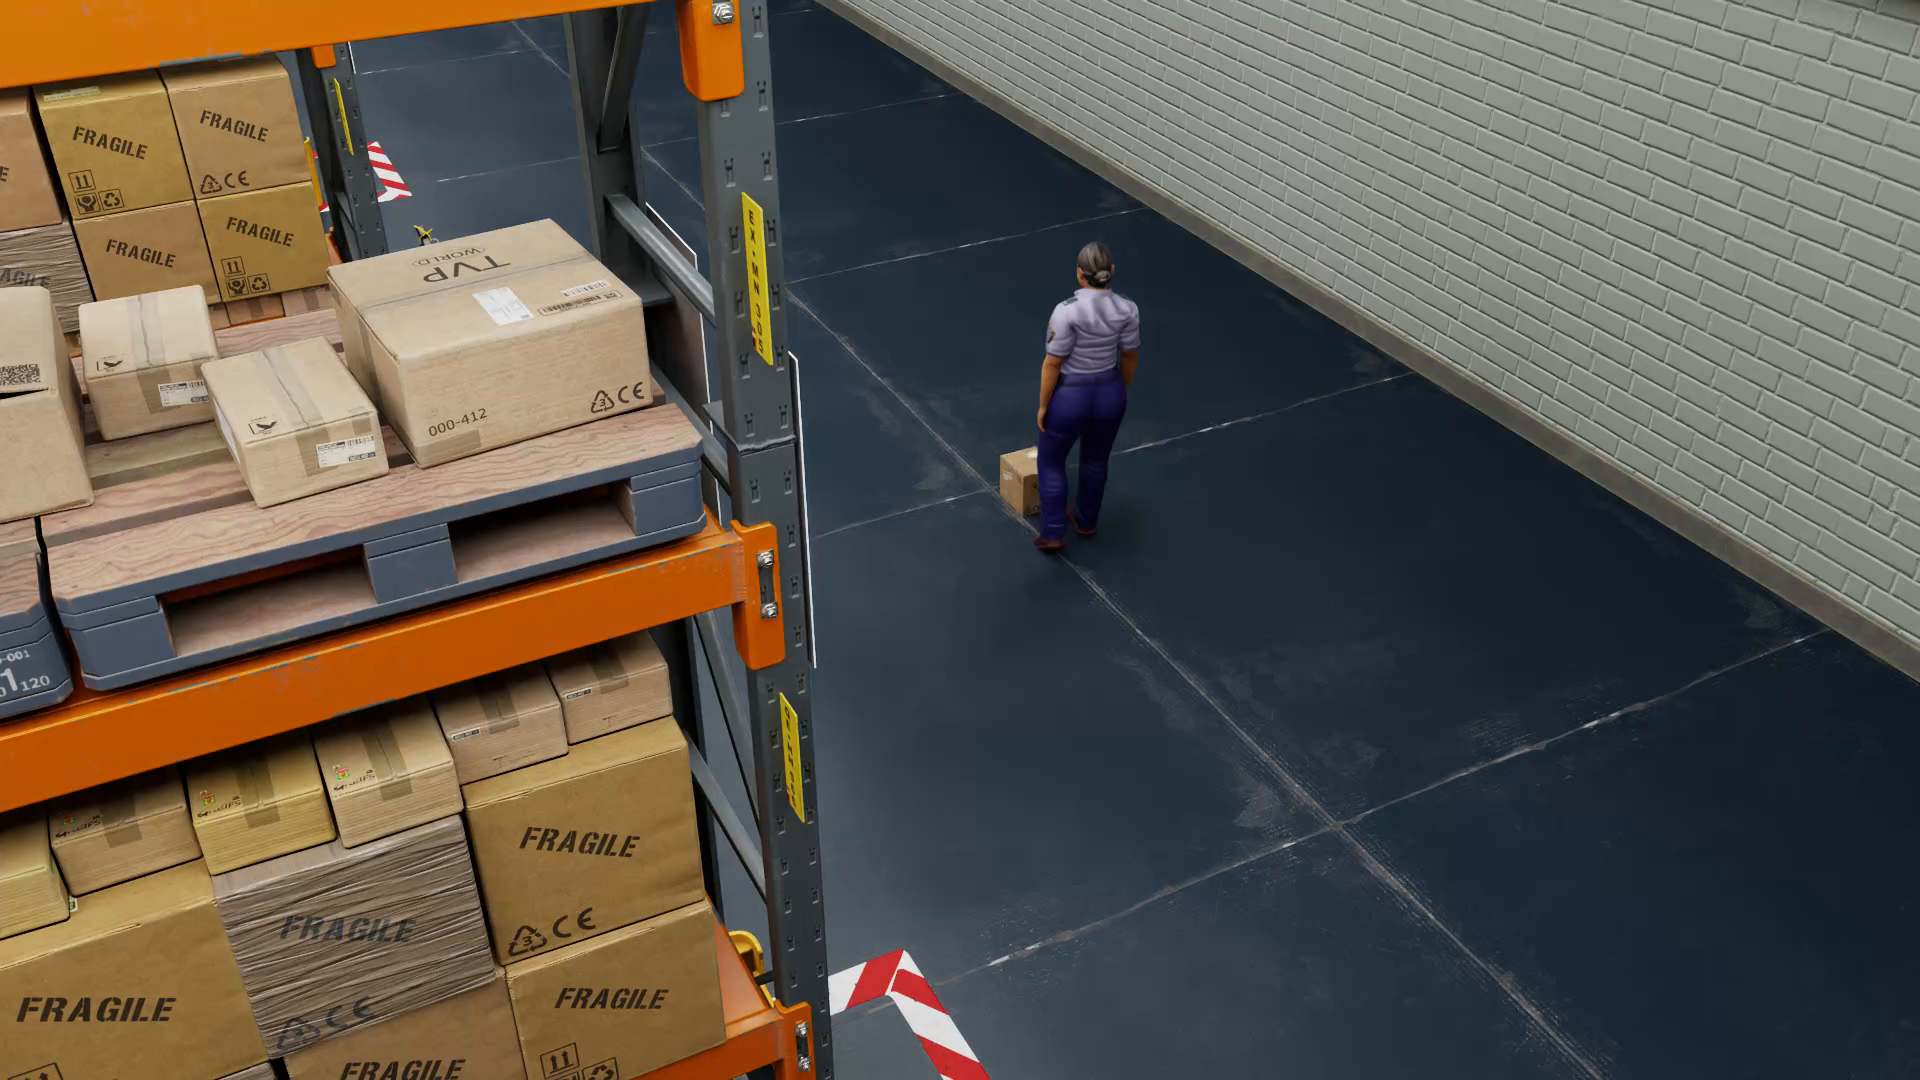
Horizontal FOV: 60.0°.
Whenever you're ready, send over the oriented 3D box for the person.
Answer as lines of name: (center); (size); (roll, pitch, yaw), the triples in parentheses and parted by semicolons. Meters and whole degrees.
person: (0.595, -0.683, 8.246); (0.513, 1.738, 0.472); (-10, 35, -15)
